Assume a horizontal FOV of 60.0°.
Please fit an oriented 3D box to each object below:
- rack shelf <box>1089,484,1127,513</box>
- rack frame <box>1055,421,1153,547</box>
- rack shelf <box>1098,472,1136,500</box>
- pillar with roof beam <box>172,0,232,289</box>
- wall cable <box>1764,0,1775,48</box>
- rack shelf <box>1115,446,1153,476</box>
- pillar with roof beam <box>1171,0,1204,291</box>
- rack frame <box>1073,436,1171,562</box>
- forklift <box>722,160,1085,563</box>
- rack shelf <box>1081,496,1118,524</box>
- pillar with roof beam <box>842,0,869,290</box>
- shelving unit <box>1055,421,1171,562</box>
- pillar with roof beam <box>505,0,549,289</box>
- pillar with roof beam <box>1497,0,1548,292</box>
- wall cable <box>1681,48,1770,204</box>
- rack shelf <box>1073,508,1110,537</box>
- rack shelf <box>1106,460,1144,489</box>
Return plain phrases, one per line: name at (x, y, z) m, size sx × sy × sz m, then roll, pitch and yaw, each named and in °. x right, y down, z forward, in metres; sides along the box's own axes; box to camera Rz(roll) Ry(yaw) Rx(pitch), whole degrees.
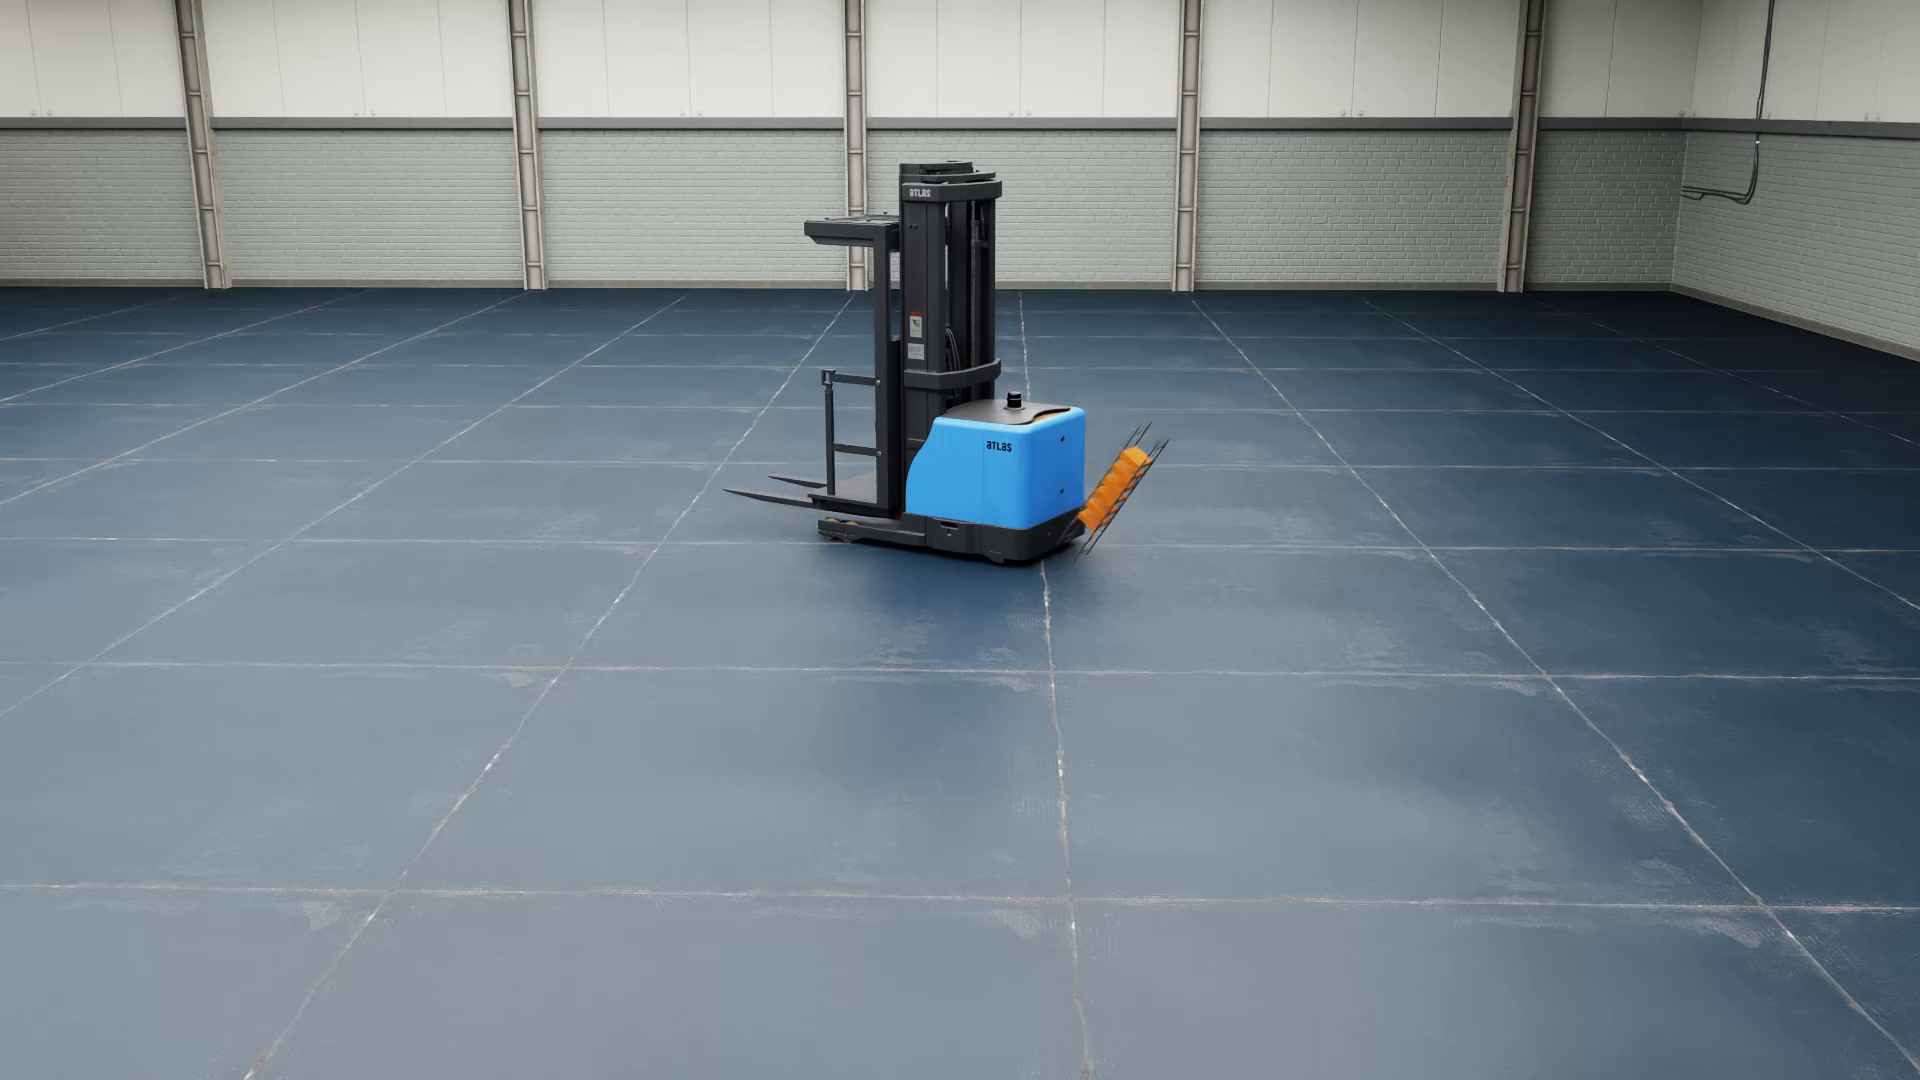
rack shelf at (1.115, -0.322, 12.434) m, size 0.180 × 0.103 × 0.258 m, roll 42°, pitch 30°, yaw 15°
rack frame at (1.071, -0.413, 12.437) m, size 0.006 × 1.200 × 0.240 m, roll 42°, pitch 30°, yaw 15°
rack shelf at (1.172, -0.409, 12.376) m, size 0.180 × 0.103 × 0.258 m, roll 42°, pitch 30°, yaw 15°
pillar with roof beam at (-13.998, -7.982, 25.849) m, size 0.400 × 9.000 × 9.100 m, roll 0°, pitch 15°, yaw 1°
wall cable at (12.946, -8.818, 25.203) m, size 0.112 × 2.526 × 3.097 m, roll 0°, pitch 15°, yaw 1°
rack shelf at (1.288, -0.585, 12.259) m, size 0.180 × 0.103 × 0.258 m, roll 42°, pitch 30°, yaw 15°
pillar with roof beam at (3.996, -7.865, 25.404) m, size 0.400 × 9.000 × 9.100 m, roll 0°, pitch 15°, yaw 1°
rack frame at (1.201, -0.295, 12.388) m, size 0.006 × 1.200 × 0.240 m, roll 42°, pitch 30°, yaw 15°
forklift at (-0.538, -1.501, 13.179) m, size 3.031 × 2.935 × 1.130 m, roll 9°, pitch 17°, yaw 30°
rack shelf at (1.057, -0.234, 12.493) m, size 0.180 × 0.103 × 0.258 m, roll 42°, pitch 30°, yaw 15°
pillar with roof beam at (-2.002, -7.904, 25.552) m, size 0.400 × 9.000 × 9.100 m, roll 0°, pitch 15°, yaw 1°
shelving unit at (1.136, -0.354, 12.413) m, size 0.189 × 1.200 × 0.258 m, roll 42°, pitch 30°, yaw 15°
pillar with roof beam at (-8.000, -7.943, 25.701) m, size 0.400 × 9.000 × 9.100 m, roll 0°, pitch 15°, yaw 1°
pillar with roof beam at (9.994, -7.826, 25.256) m, size 0.400 × 9.000 × 9.100 m, roll 0°, pitch 15°, yaw 1°
wall cable at (13.015, -7.066, 28.462) m, size 0.112 × 2.526 × 3.097 m, roll 0°, pitch 15°, yaw 1°
rack shelf at (0.999, -0.147, 12.551) m, size 0.180 × 0.103 × 0.258 m, roll 42°, pitch 30°, yaw 15°
rack shelf at (1.230, -0.497, 12.318) m, size 0.180 × 0.103 × 0.258 m, roll 42°, pitch 30°, yaw 15°
